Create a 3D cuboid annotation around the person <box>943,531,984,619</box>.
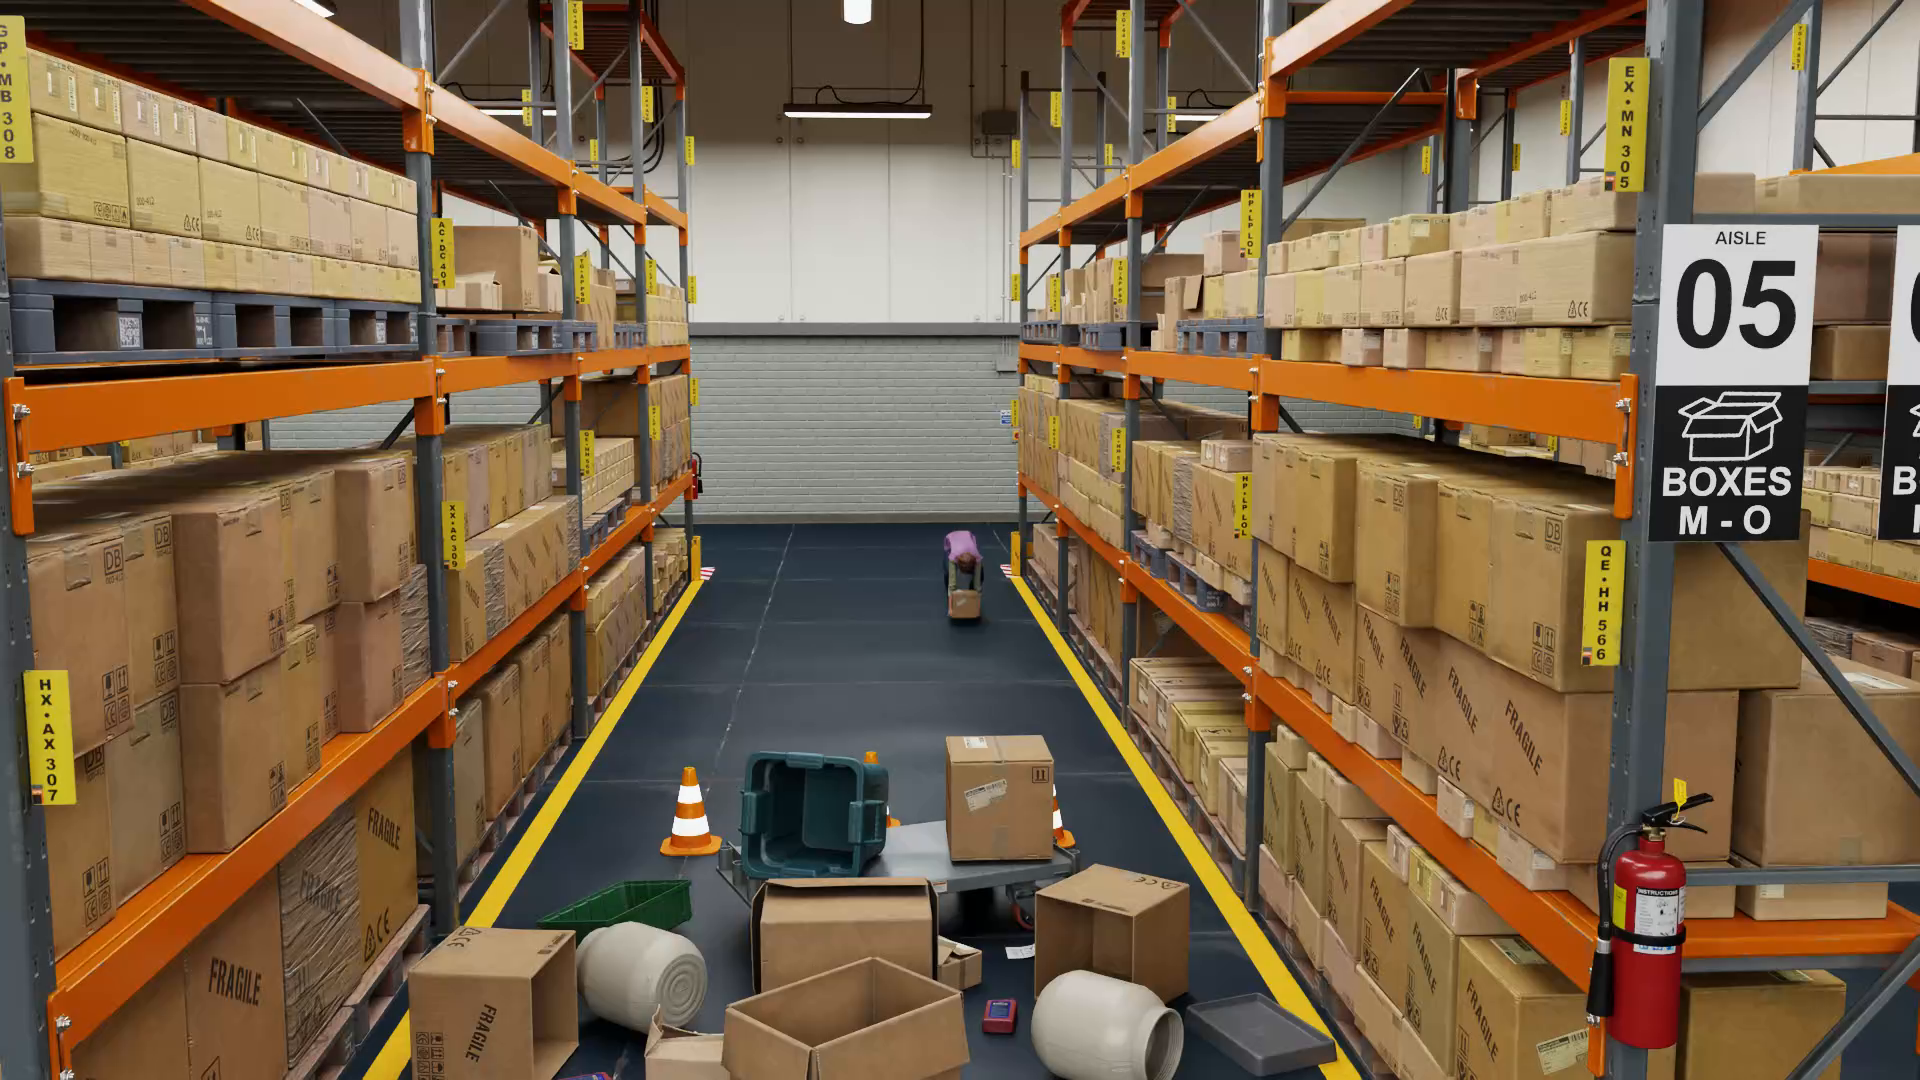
[{"bbox_3d":[0.042,0.376,17.103,0.417,0.899,0.857,-1,7,-7],"label":"person"}]
